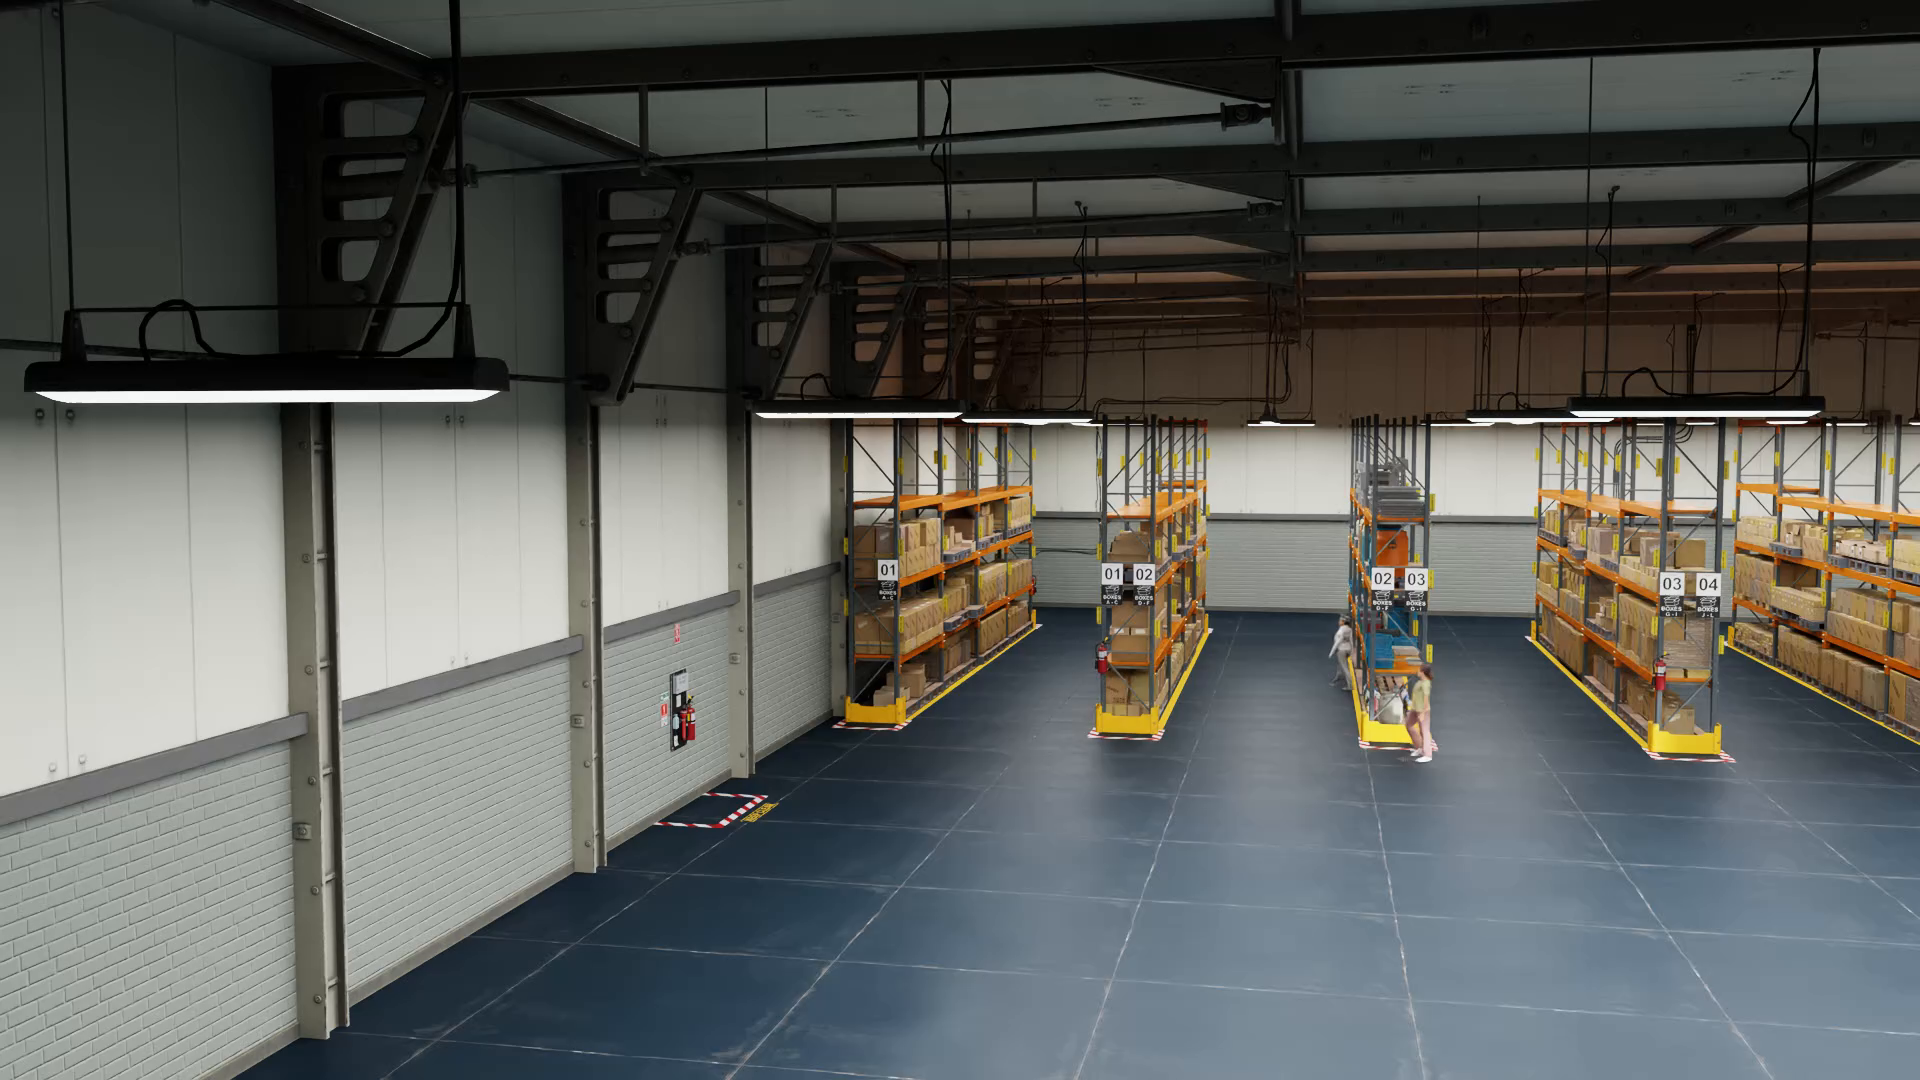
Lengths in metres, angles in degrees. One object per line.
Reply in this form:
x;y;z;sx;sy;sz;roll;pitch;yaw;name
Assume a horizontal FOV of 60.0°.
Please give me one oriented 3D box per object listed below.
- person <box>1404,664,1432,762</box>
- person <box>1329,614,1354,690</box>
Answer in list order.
7.946;2.962;28.728;0.374;1.670;0.576;-1;4;-8;person
8.351;2.445;36.538;0.561;1.648;0.871;-3;5;-38;person
